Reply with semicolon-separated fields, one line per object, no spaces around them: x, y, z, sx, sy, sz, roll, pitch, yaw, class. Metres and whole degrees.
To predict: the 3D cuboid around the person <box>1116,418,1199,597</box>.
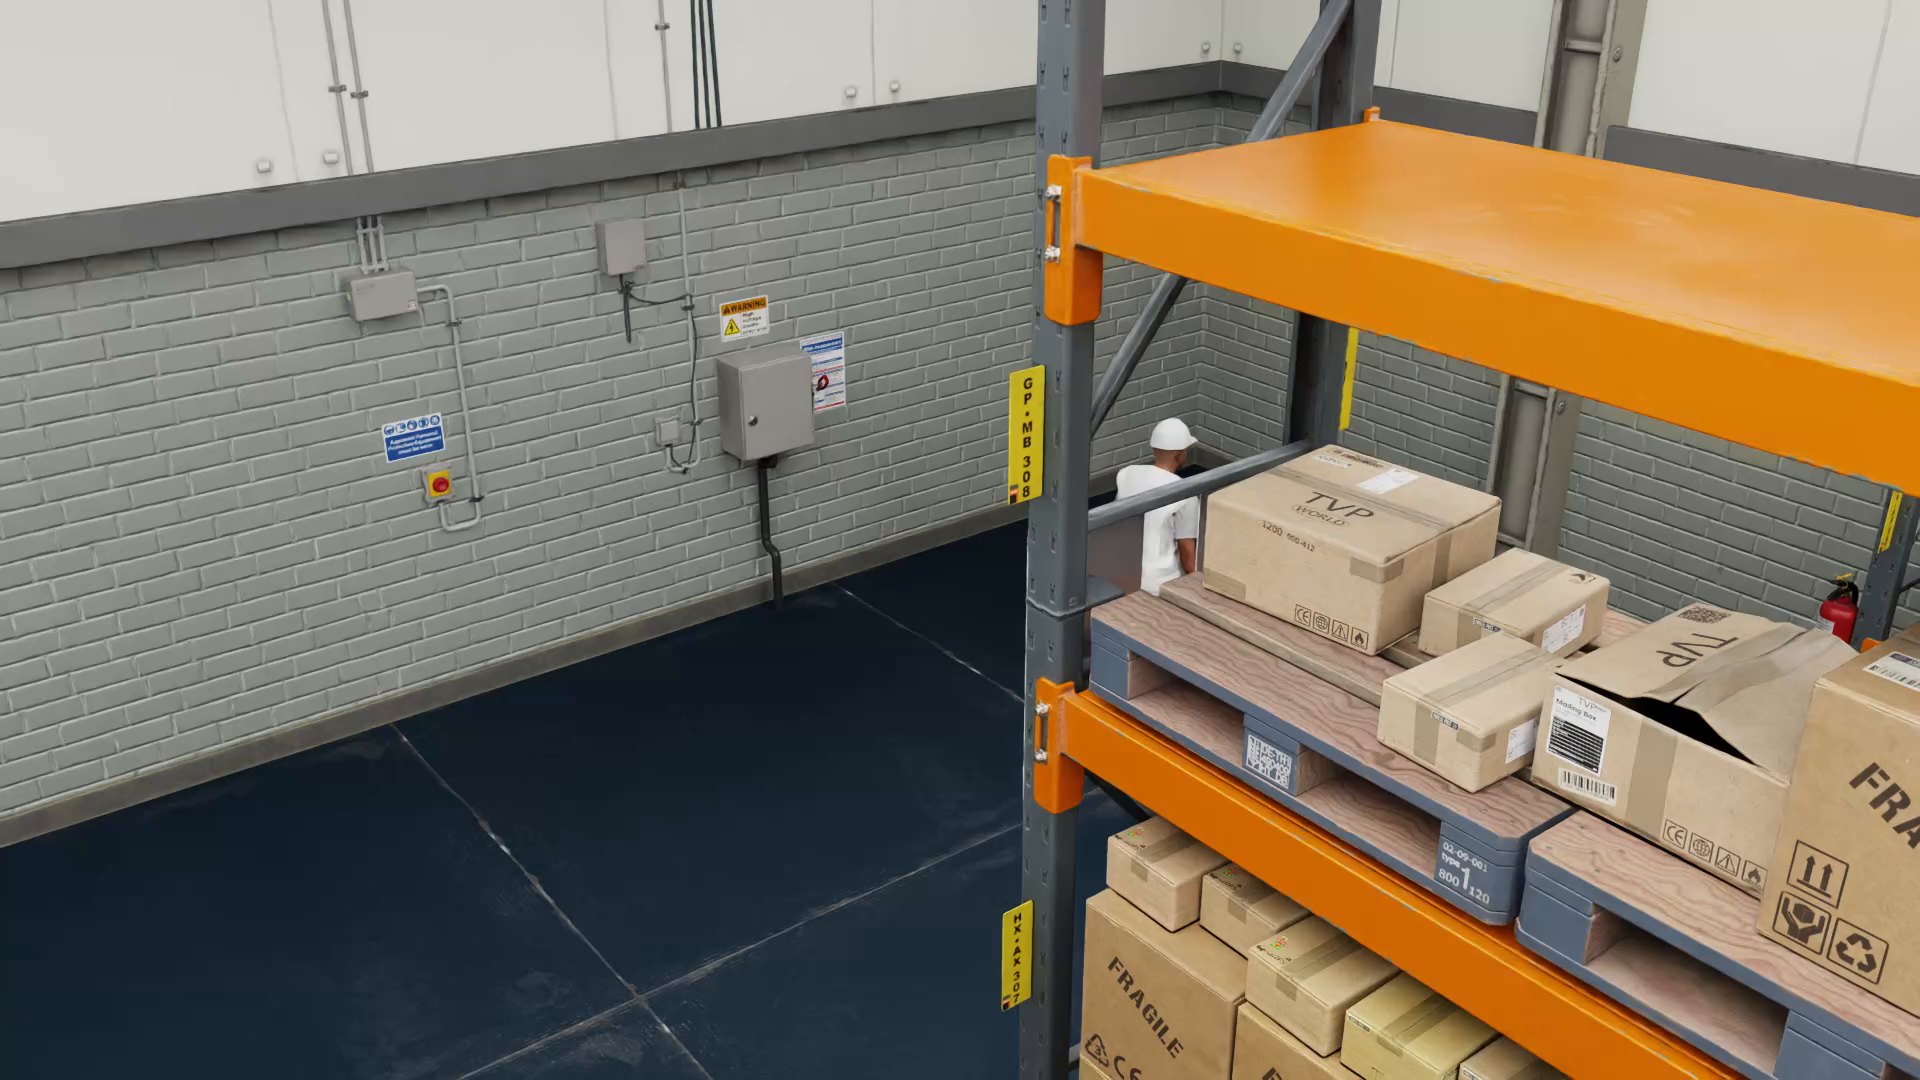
1.096;0.193;9.168;0.452;1.774;0.618;-18;30;-34;person
